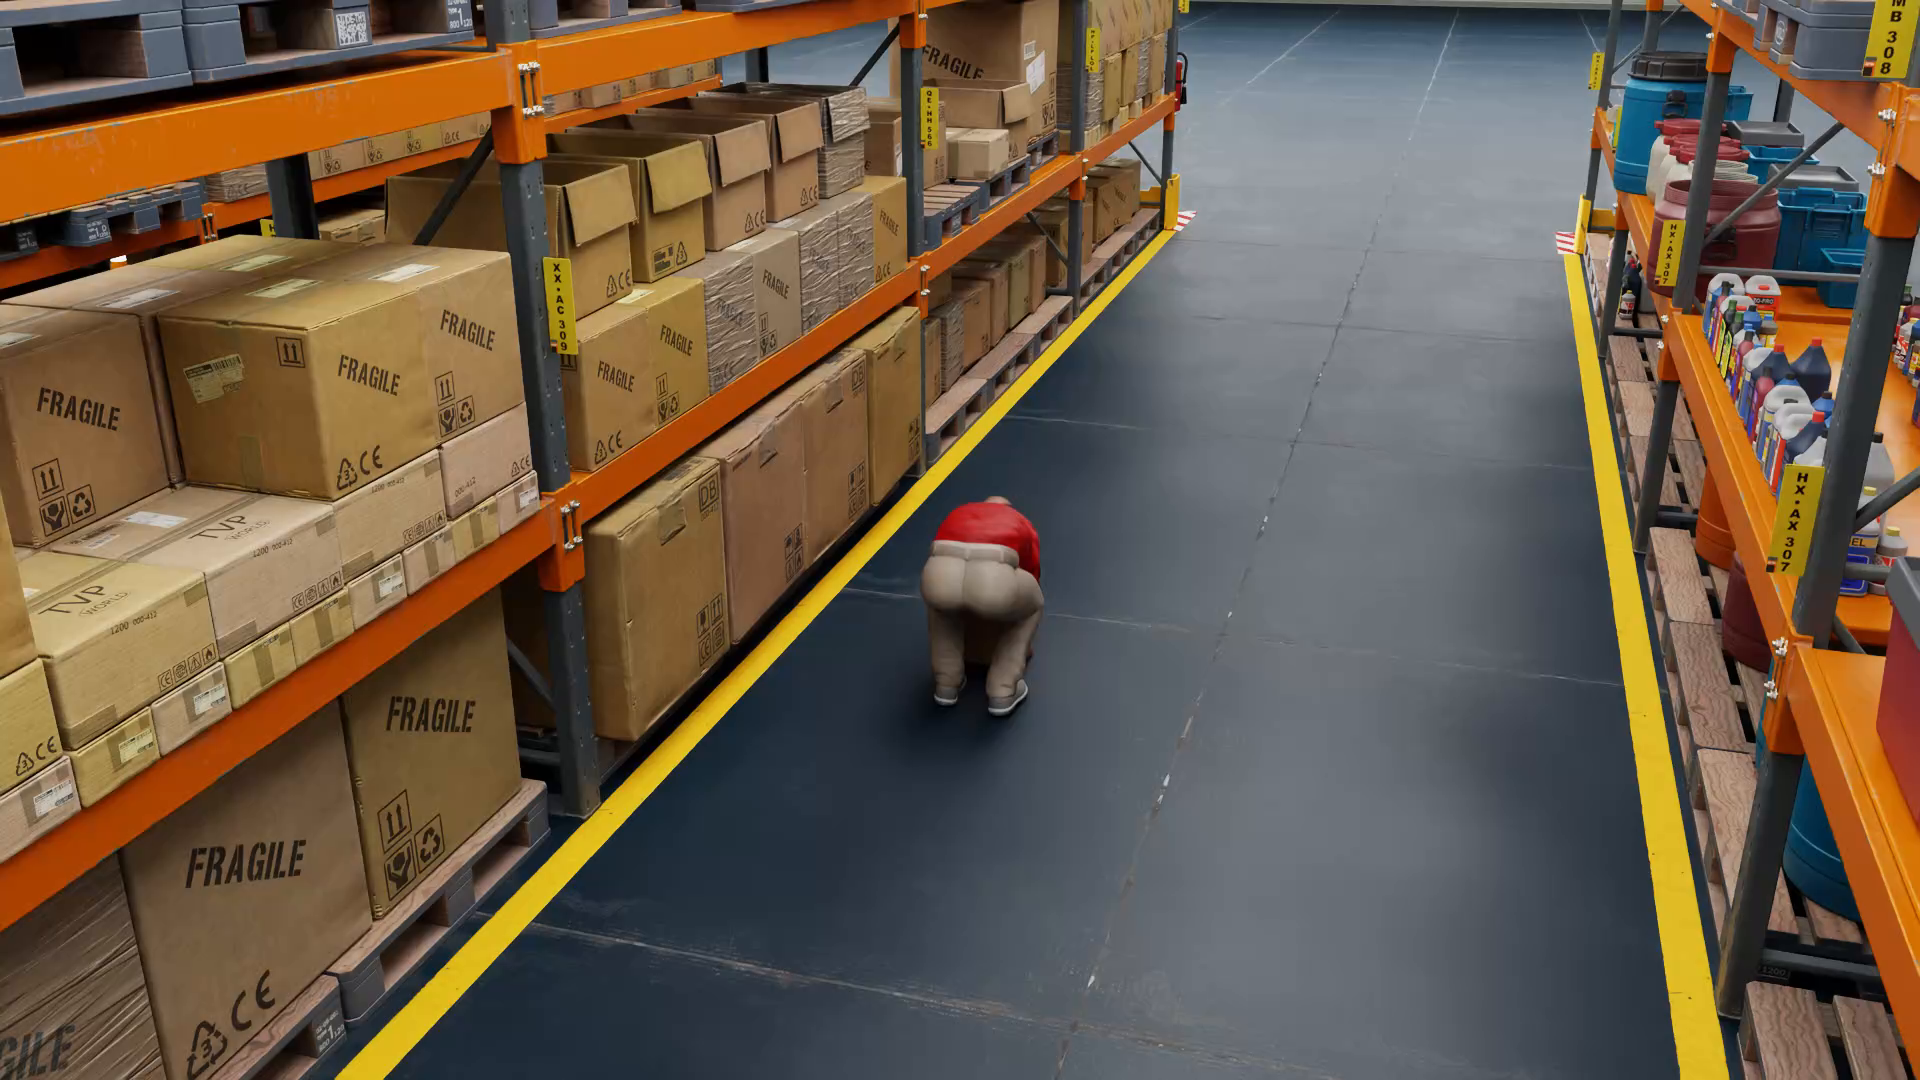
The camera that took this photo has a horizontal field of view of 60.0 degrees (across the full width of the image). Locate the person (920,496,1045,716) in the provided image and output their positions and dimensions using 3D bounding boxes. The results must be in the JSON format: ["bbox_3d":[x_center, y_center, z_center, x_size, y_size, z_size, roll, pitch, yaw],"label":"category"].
[{"bbox_3d":[0.106,0.248,7.205,0.528,0.859,0.956,5,22,12],"label":"person"}]
